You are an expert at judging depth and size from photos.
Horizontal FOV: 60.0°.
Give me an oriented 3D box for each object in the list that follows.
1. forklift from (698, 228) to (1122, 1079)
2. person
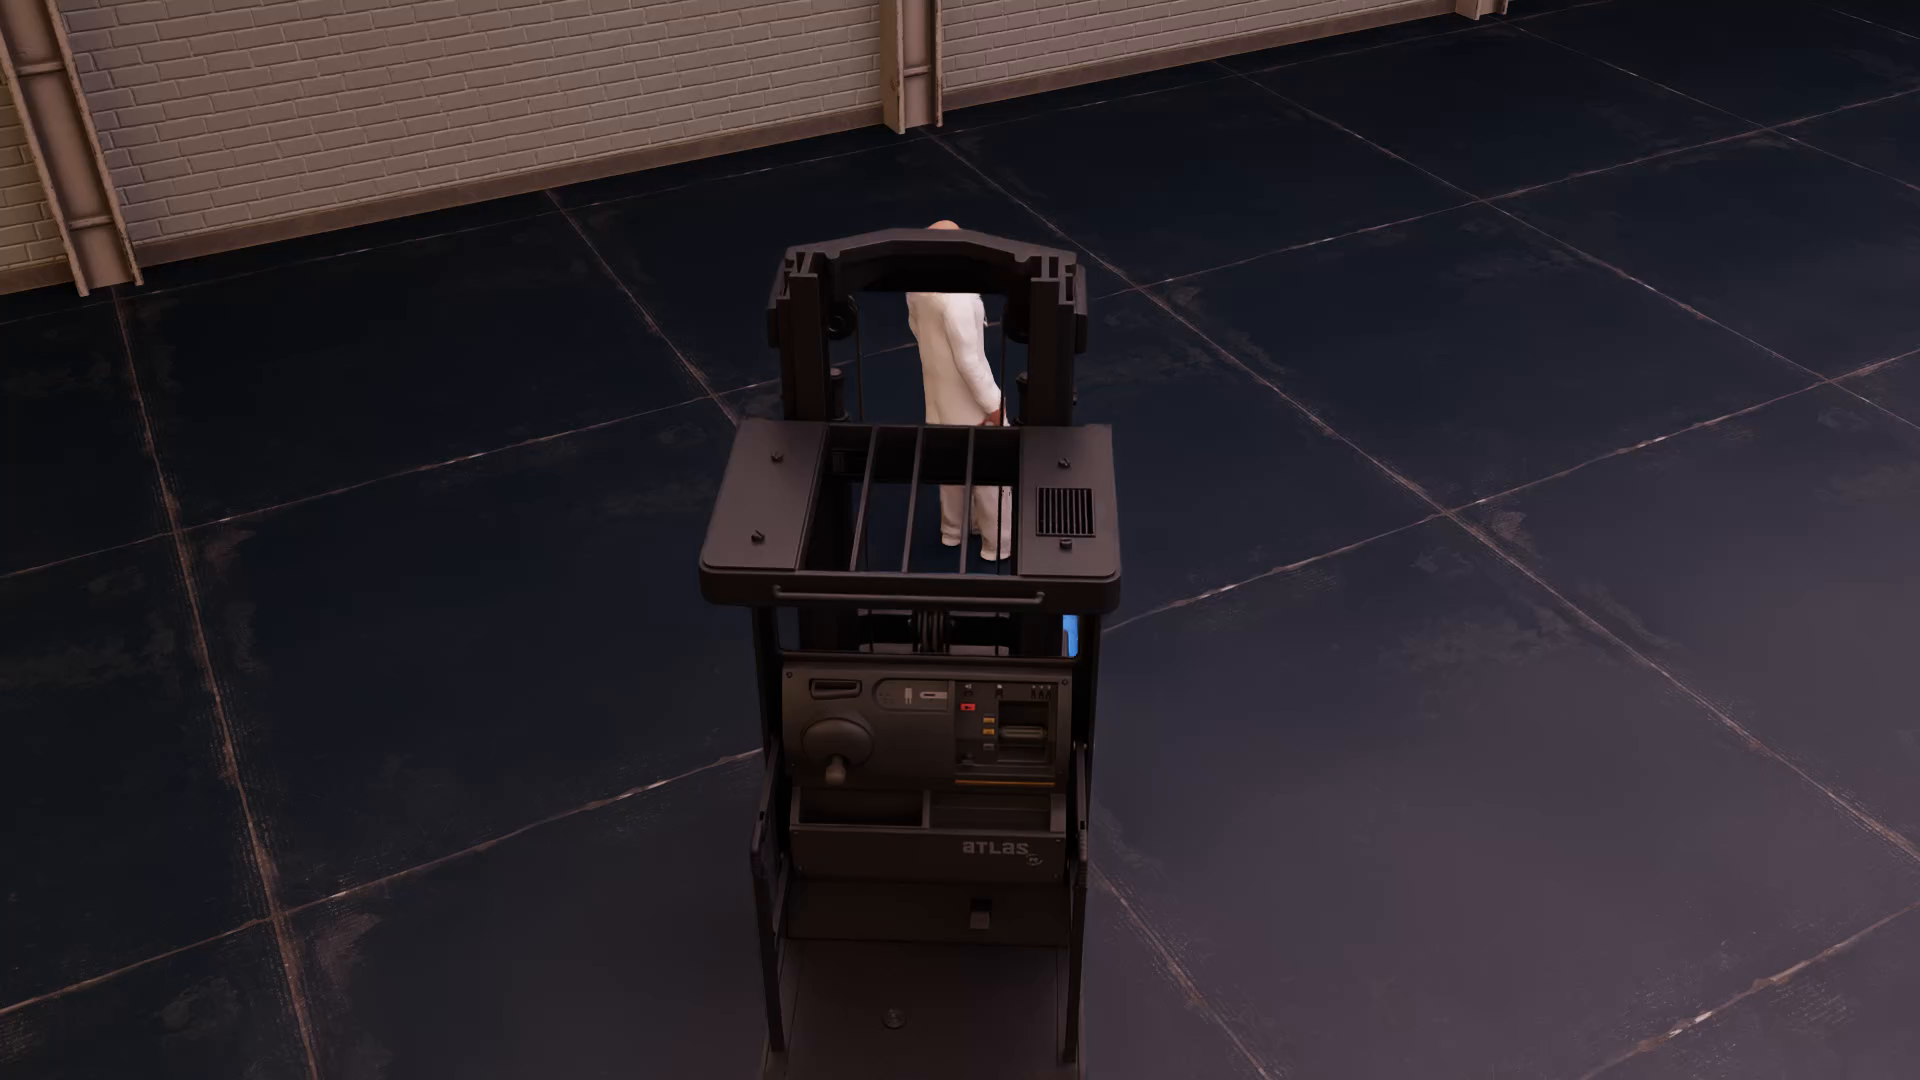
[{"bbox_3d":[-0.114,0.665,5.183,1.130,2.935,3.031,1,35,2],"label":"forklift"},{"bbox_3d":[0.083,-0.755,8.177,0.578,1.778,0.696,-17,39,-23],"label":"person"}]
